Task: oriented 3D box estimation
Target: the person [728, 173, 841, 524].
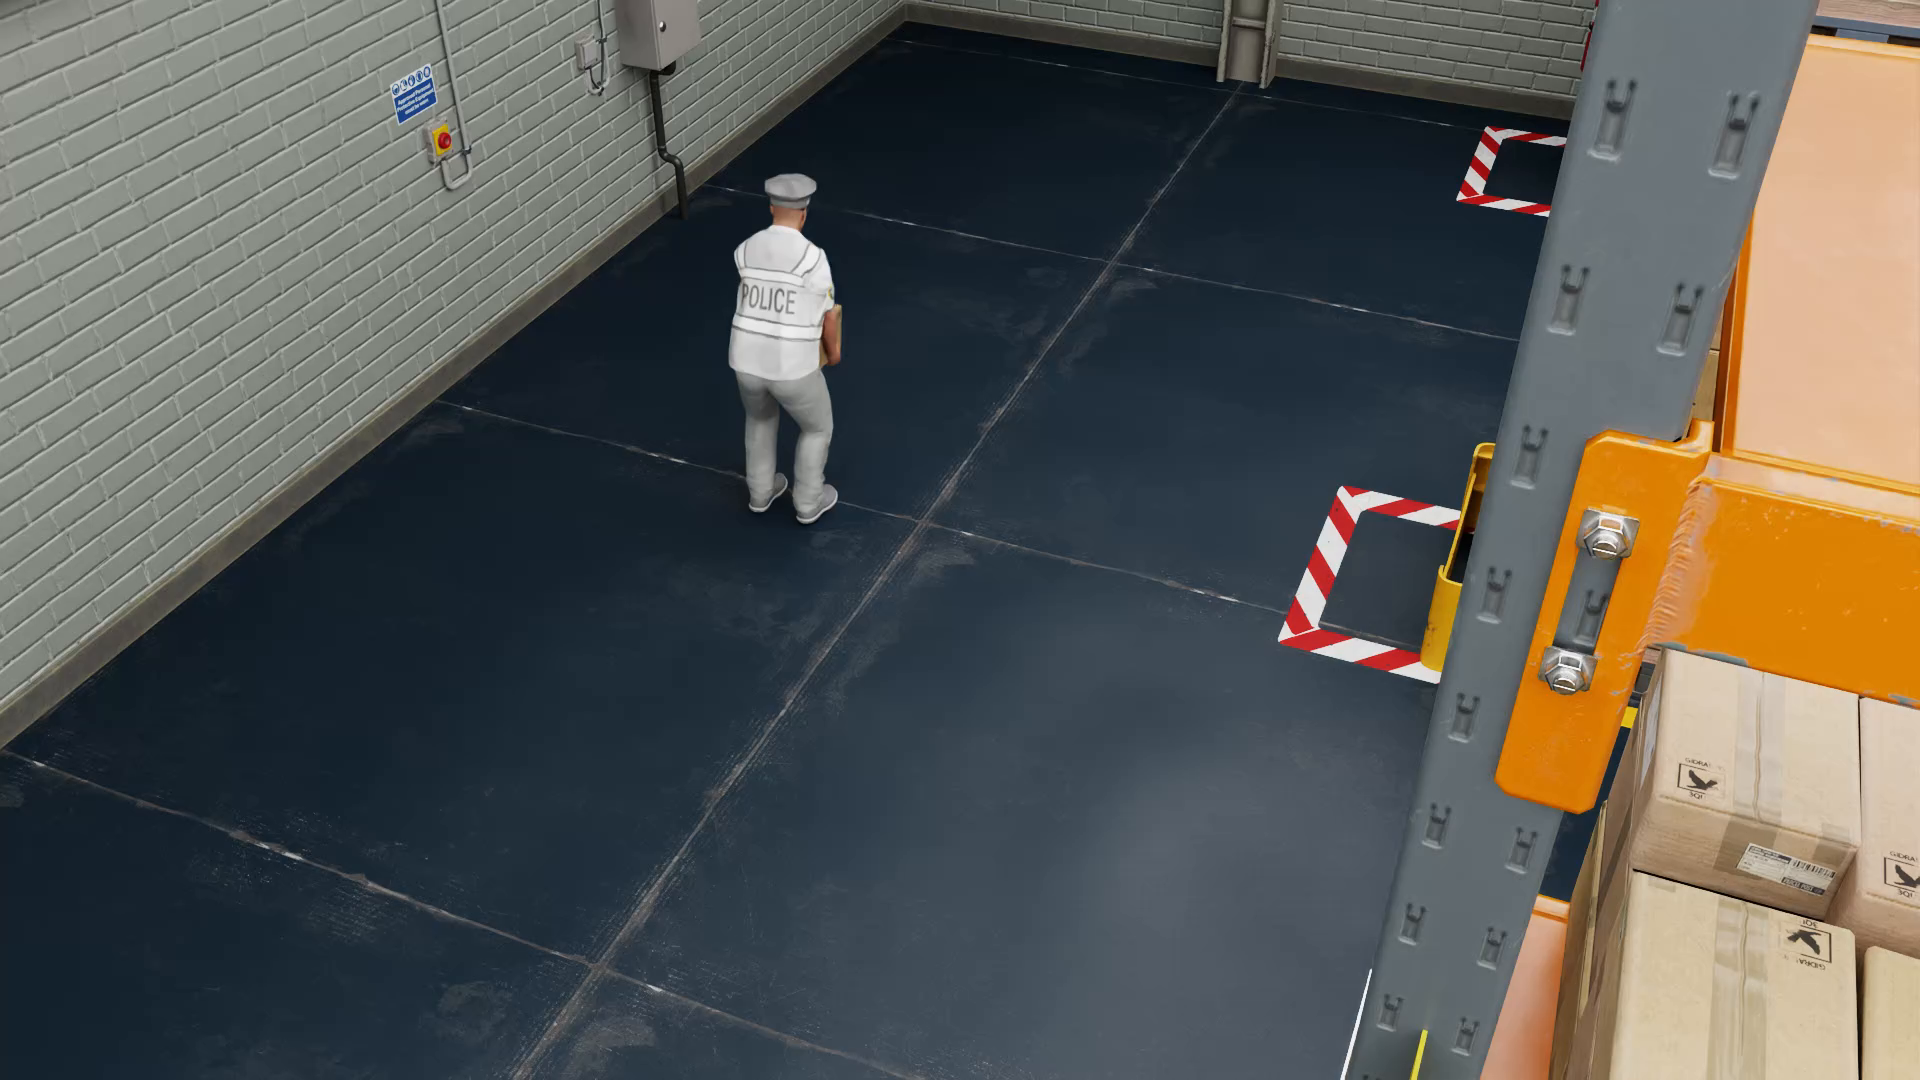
[{"bbox_3d":[-0.846,-0.890,8.051,0.483,1.680,0.629,13,39,17],"label":"person"}]
